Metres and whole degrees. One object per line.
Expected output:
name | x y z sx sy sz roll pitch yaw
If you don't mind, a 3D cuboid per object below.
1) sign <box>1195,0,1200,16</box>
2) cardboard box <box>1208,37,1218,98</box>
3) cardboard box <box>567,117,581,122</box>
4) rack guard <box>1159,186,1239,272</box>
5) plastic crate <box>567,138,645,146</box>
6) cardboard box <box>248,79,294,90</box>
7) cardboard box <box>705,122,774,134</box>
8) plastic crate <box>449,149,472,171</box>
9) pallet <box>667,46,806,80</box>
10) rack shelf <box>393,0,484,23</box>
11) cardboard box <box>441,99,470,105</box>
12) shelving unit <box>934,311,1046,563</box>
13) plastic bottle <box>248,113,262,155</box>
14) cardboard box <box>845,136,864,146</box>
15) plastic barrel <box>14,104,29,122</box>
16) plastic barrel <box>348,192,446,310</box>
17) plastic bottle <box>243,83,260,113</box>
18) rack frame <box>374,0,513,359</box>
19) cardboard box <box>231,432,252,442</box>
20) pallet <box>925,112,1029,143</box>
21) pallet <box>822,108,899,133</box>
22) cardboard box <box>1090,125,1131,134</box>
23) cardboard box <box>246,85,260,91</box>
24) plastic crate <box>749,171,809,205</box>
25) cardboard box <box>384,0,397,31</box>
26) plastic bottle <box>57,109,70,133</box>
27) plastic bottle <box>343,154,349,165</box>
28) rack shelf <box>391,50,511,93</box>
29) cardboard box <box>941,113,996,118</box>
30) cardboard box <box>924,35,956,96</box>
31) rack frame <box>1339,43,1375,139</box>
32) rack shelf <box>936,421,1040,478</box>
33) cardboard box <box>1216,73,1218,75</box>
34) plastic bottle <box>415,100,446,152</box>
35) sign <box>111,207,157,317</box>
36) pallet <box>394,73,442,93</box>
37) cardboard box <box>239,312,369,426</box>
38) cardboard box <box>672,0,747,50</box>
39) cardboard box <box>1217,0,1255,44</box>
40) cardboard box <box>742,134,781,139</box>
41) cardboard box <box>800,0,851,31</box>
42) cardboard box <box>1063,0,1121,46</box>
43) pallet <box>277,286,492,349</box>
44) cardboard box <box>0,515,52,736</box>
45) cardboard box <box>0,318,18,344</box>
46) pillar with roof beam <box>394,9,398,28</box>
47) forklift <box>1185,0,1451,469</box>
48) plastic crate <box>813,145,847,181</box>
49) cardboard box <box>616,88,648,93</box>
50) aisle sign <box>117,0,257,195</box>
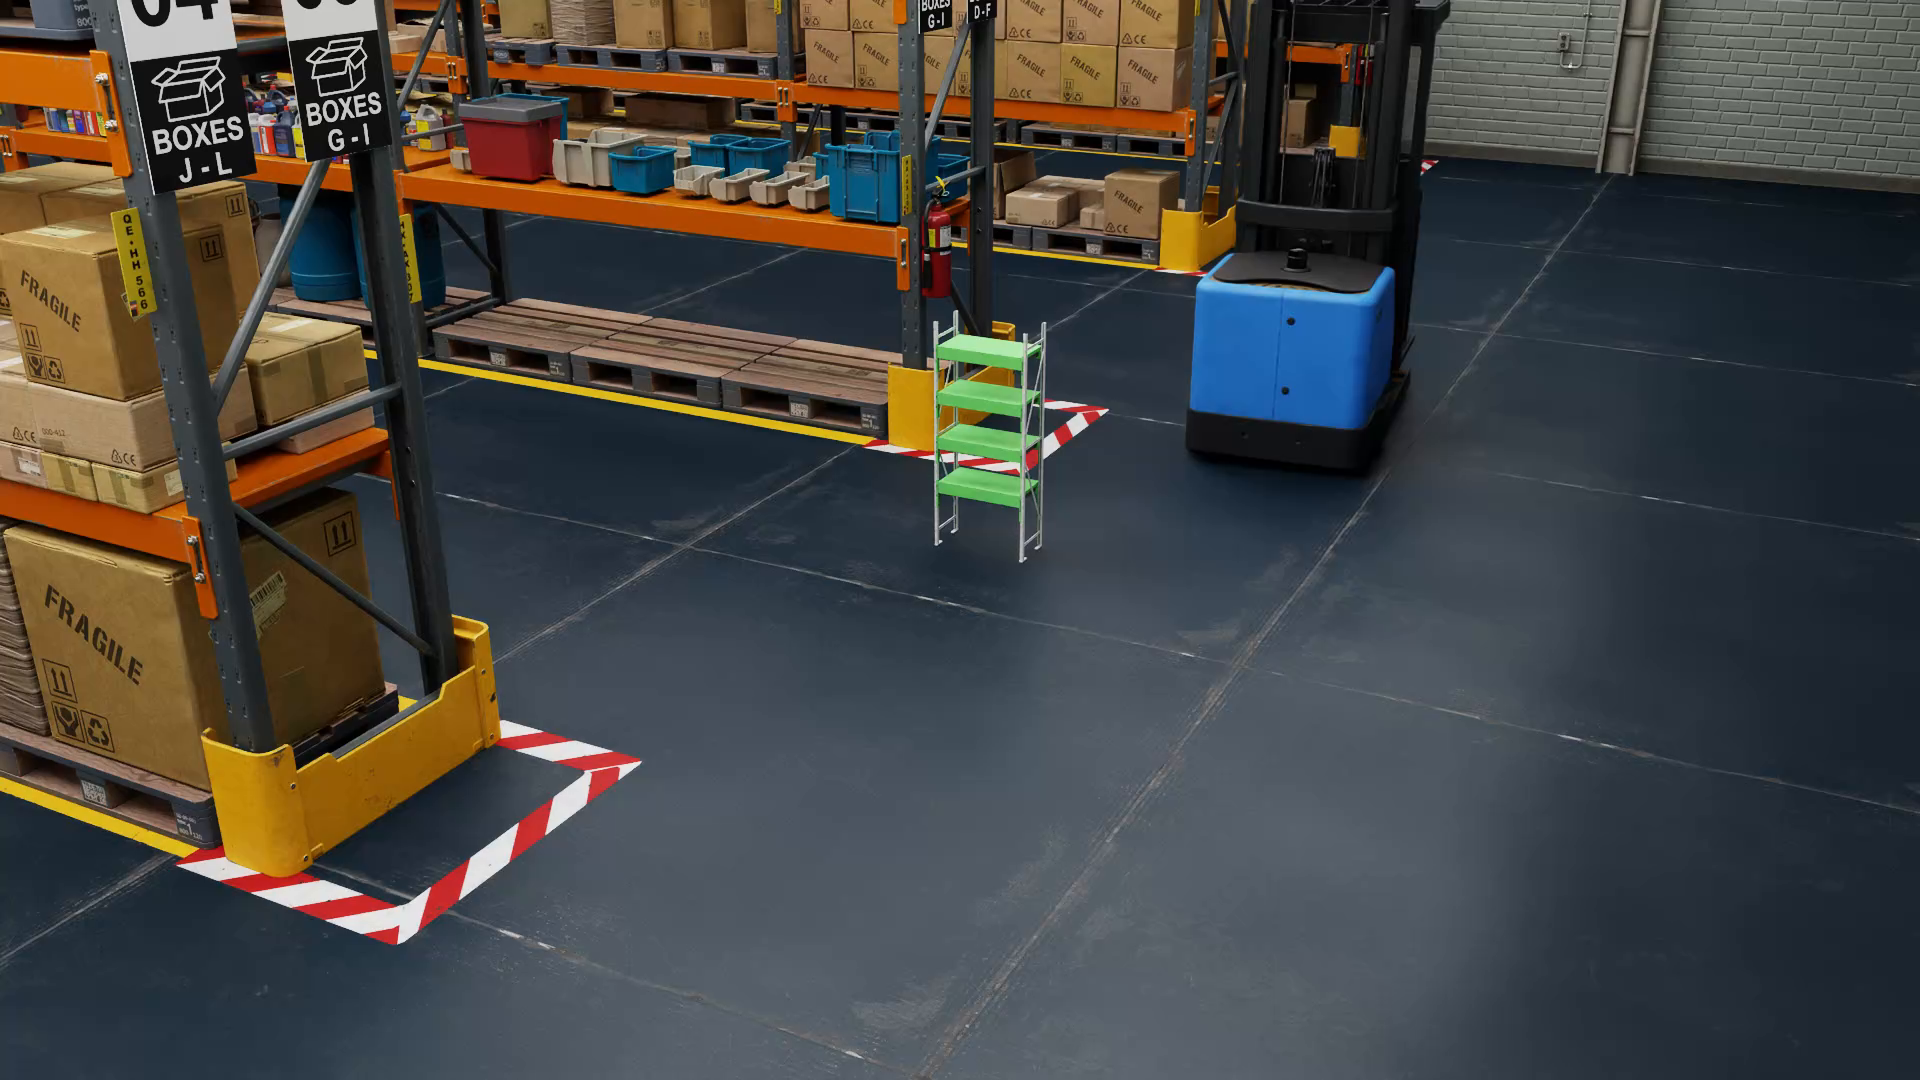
sign | 1.903 -4.354 13.272 0.005 0.325 0.100 11 25 25
cardboard box | 1.894 -4.082 14.389 0.500 0.500 0.500 12 26 26
cardboard box | -4.221 -4.060 17.096 0.500 0.500 0.500 10 25 23
rack guard | 2.103 -2.729 14.528 0.348 0.500 1.175 11 25 25
plastic crate | -2.517 -2.640 11.400 0.590 0.125 0.437 11 25 25
cardboard box | -8.047 -5.199 19.404 0.500 0.311 0.500 11 25 25
cardboard box | -2.201 -3.885 16.685 0.500 0.500 0.500 12 26 25
plastic crate | -3.286 -2.617 11.331 0.243 0.136 0.396 11 25 25
pallet | -2.063 -4.663 16.127 1.213 0.211 1.003 11 25 25
rack shelf | -8.091 -7.738 24.031 4.000 0.370 1.077 11 25 25
cardboard box | -5.303 -4.660 18.134 0.500 0.311 0.500 12 26 26
shelving unit | 0.148 -0.523 8.446 0.503 1.200 0.258 11 25 25
plastic bottle | -5.031 -2.920 11.941 0.135 0.276 0.152 11 25 25
cardboard box | -0.762 -3.623 16.068 0.500 0.500 0.500 11 25 25
plastic barrel | -7.757 -3.588 13.180 0.708 0.536 0.600 11 25 25
plastic barrel | -4.115 -2.173 12.170 0.708 0.901 0.600 11 25 25
plastic bottle | -5.510 -3.360 12.880 0.185 0.351 0.144 11 25 25
rack frame | -3.637 -2.843 11.602 0.127 3.000 1.000 11 25 25
cardboard box | -2.700 -0.514 6.446 0.250 0.149 0.380 11 25 24
pallet | 0.110 -5.130 20.542 1.213 0.211 1.003 11 25 25
pallet | -0.982 -5.345 21.048 1.213 0.211 1.003 11 25 25
cardboard box | 1.901 -5.088 19.539 0.500 0.500 0.700 11 25 24
cardboard box | -8.282 -5.011 18.960 0.500 0.311 0.500 11 26 25
plastic crate | -1.129 -2.180 10.303 0.243 0.136 0.396 11 25 25
cardboard box | -6.473 -5.615 17.993 0.500 0.500 0.500 10 25 22
plastic bottle | -6.875 -3.271 12.772 0.097 0.271 0.097 0 23 0
plastic bottle | -4.250 -2.719 11.565 0.097 0.201 0.097 0 23 0
rack shelf | -6.753 -5.301 18.300 4.000 0.370 1.077 11 25 25
cardboard box | 0.194 -5.576 20.240 0.750 0.750 0.750 12 26 25
cardboard box | -0.163 -4.255 14.794 0.500 0.500 0.500 11 25 24
rack frame | 4.403 -5.597 18.077 0.127 3.000 1.000 11 25 25
rack shelf | 0.148 -0.464 8.471 0.480 0.148 0.258 11 25 25
cardboard box | 2.803 -5.298 19.203 0.250 0.149 0.380 11 26 25
plastic bottle | -3.841 -3.003 12.041 0.185 0.351 0.144 11 25 25
sign | -2.559 -0.862 5.161 0.005 0.325 0.100 11 25 25
pallet | -8.014 -6.754 24.361 1.213 0.211 1.003 11 25 25
cardboard box | -2.609 -0.654 6.266 0.500 0.250 0.500 10 25 23
cardboard box | -2.363 -5.073 16.180 0.500 0.500 0.700 16 28 33
cardboard box | 3.289 -5.946 18.515 0.700 0.700 0.980 11 25 24
cardboard box | -1.968 -3.611 16.041 0.500 0.500 0.500 11 25 24
cardboard box | -1.105 -4.897 15.026 0.500 0.500 0.500 12 26 26
cardboard box | 1.199 -4.444 13.960 0.500 0.500 0.500 12 26 26
pallet | -4.307 -1.710 12.502 1.213 0.211 1.003 11 25 25
cardboard box | -3.721 0.132 6.785 0.875 0.875 0.875 11 25 25
cardboard box | -3.761 -0.647 6.250 0.500 0.250 0.500 10 25 23
pillar with roof beam | -10.803 -9.858 20.431 0.400 9.000 9.100 11 25 25
forklift | 2.352 -2.299 10.412 1.130 2.935 3.031 9 25 20
plastic crate | -0.727 -2.362 10.608 0.300 0.233 0.416 11 25 25
cardboard box | -4.266 -6.380 22.551 0.500 0.500 0.700 11 25 24
aisle sign | -2.373 -1.486 5.089 0.004 0.787 0.394 11 25 25
